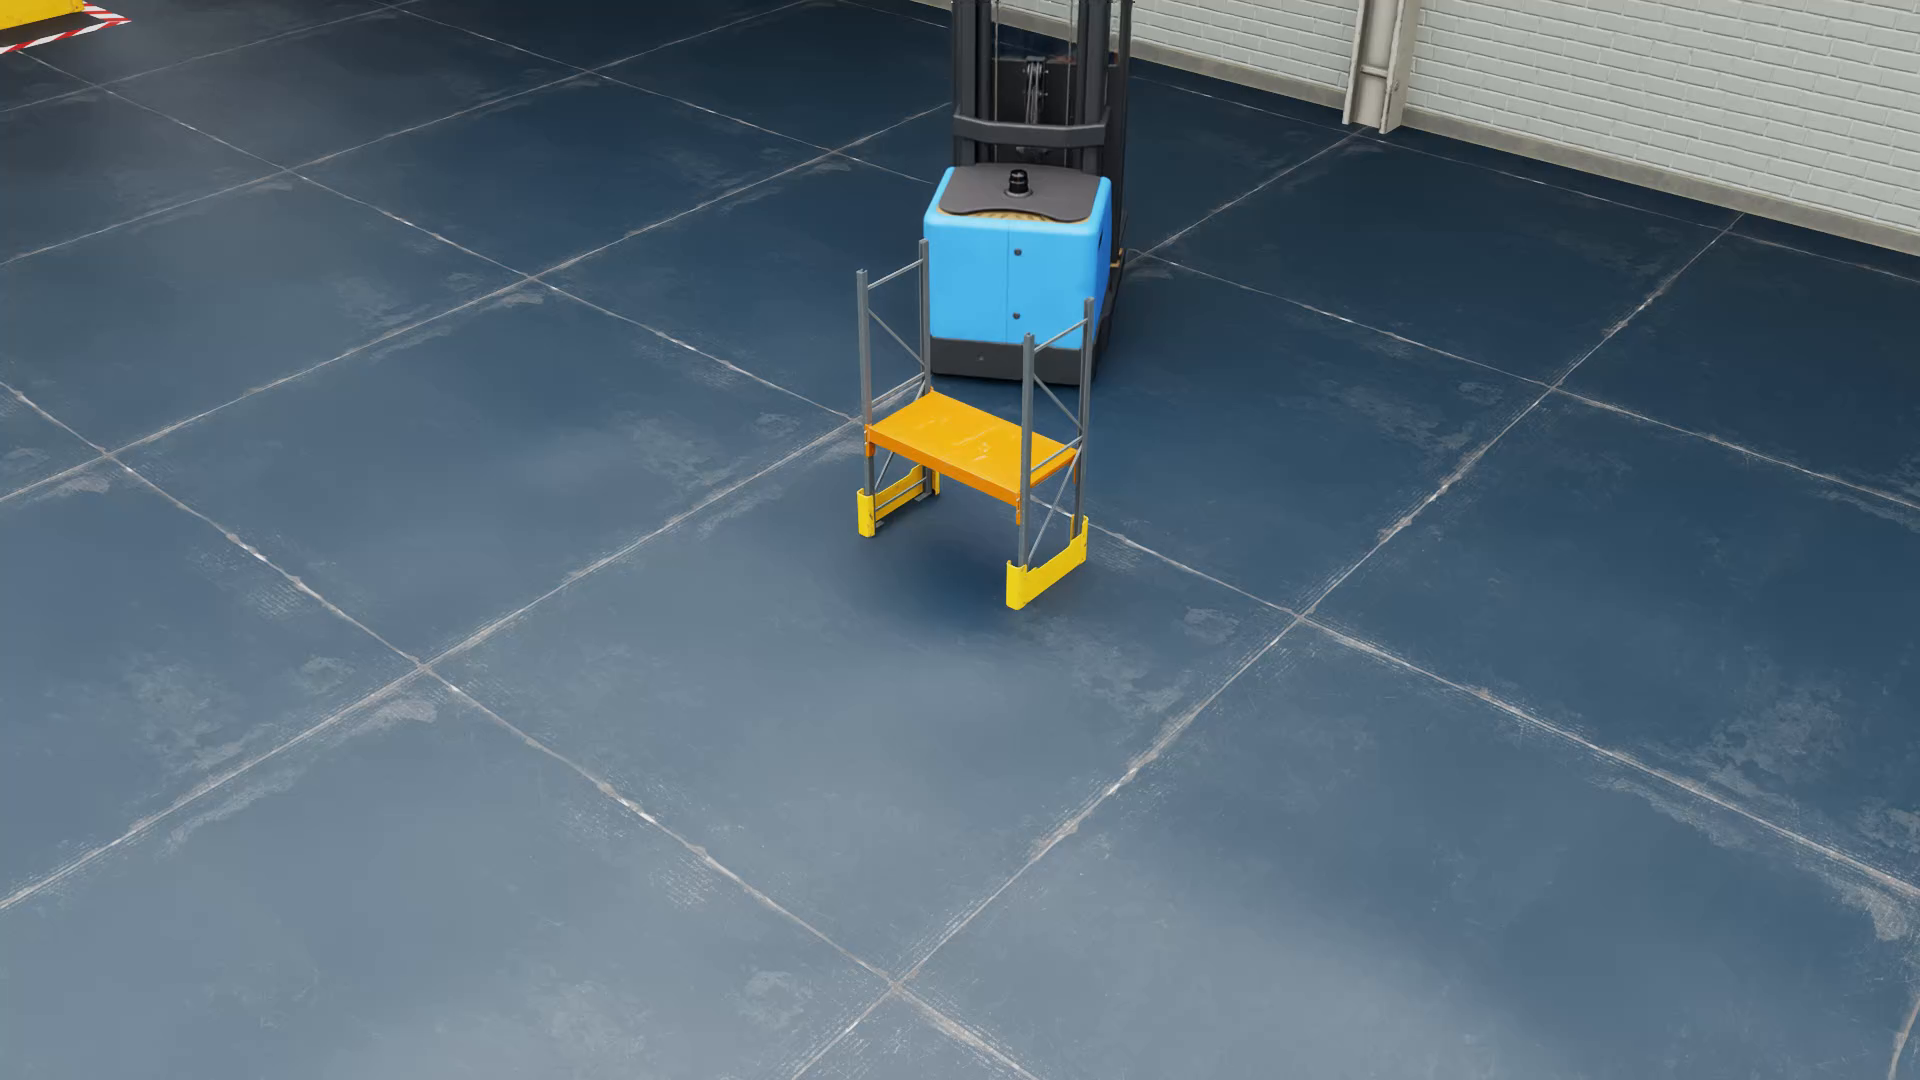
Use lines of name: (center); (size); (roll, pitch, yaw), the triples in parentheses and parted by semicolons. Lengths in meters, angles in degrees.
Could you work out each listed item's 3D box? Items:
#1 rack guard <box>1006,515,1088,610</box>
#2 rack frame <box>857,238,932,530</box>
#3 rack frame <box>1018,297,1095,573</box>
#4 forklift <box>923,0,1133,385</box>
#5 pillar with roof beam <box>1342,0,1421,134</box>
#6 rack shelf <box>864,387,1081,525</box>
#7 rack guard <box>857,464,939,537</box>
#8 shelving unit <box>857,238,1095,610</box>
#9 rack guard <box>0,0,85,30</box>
rack guard: (0.441, 0.105, 8.376); (0.087, 0.250, 0.587); (25, 42, 32)
rack frame: (-0.325, -0.771, 8.549); (0.032, 1.500, 0.500); (25, 42, 32)
rack frame: (0.456, -0.403, 8.012); (0.032, 1.500, 0.500); (25, 42, 32)
forklift: (0.536, -2.964, 10.477); (1.130, 2.935, 3.031); (6, 35, 8)
pillar with roof beam: (0.659, -5.289, 8.502); (0.400, 9.000, 9.100); (25, 42, 32)
rack shelf: (0.066, -0.439, 8.382); (1.000, 0.185, 0.538); (25, 42, 32)
rack guard: (-0.324, -0.256, 8.902); (0.087, 0.250, 0.587); (25, 42, 32)
shelving unit: (0.059, -0.591, 8.285); (1.083, 1.500, 0.587); (25, 42, 32)
rack guard: (-9.082, -5.227, 15.920); (0.348, 0.500, 1.175); (25, 42, 32)
